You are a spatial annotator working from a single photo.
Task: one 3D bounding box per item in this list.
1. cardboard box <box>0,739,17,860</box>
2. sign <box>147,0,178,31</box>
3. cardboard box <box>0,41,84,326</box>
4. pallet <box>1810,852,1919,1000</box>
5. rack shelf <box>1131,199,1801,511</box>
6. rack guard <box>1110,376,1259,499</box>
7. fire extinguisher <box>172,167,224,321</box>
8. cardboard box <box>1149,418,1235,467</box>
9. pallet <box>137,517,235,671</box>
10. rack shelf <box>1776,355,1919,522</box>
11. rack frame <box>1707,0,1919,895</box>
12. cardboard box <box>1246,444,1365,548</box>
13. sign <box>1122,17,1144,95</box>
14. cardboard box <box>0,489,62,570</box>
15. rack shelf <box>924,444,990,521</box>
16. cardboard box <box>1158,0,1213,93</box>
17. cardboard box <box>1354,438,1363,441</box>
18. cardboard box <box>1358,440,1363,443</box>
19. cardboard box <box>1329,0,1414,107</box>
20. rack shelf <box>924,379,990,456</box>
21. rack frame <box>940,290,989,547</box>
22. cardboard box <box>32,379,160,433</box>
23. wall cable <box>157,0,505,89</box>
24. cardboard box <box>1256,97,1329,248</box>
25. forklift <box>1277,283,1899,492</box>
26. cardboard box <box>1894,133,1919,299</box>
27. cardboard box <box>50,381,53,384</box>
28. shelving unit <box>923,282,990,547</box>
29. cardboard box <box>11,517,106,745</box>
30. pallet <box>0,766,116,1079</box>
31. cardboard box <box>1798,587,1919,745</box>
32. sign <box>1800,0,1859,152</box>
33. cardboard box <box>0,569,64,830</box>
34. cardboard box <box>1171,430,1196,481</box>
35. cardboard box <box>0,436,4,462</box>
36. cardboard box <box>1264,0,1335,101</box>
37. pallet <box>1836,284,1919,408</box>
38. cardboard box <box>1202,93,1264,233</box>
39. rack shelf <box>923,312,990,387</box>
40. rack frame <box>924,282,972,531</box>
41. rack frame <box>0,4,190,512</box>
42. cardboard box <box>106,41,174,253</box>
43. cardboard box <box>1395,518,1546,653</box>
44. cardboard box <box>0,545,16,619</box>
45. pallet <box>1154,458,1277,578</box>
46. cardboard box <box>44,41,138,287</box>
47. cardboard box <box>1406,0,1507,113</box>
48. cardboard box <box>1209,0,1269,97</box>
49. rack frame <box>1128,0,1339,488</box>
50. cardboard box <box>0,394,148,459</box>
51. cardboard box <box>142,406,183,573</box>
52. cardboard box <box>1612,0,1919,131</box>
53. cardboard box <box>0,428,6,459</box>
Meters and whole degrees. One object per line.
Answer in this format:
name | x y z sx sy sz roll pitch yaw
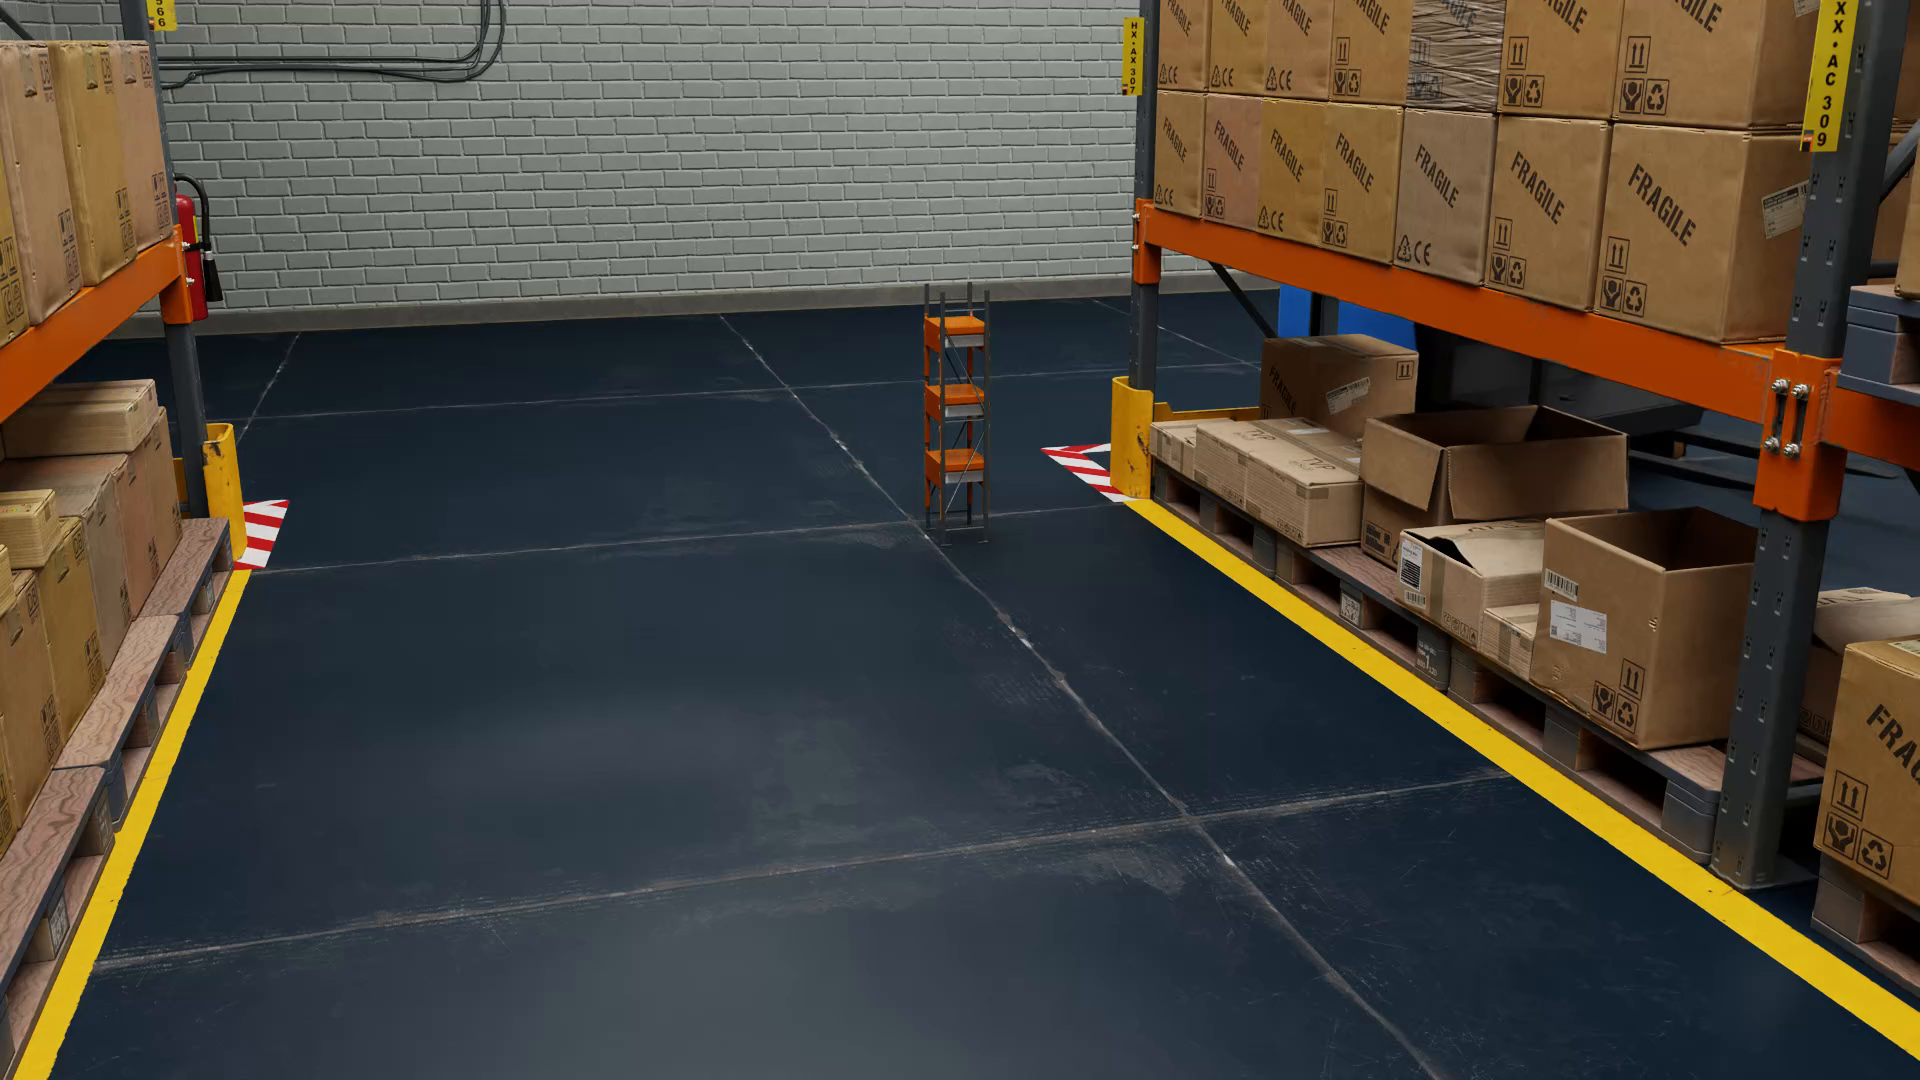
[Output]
cardboard box | -2.492 0.548 3.529 0.700 0.500 0.500 -4 17 -15
sign | -2.959 -2.047 6.127 0.100 0.325 0.005 -5 17 -15
cardboard box | -2.923 -0.931 4.316 0.980 0.700 0.700 -6 18 -18
pallet | 2.637 0.932 3.484 1.003 0.211 1.213 -5 17 -15
rack shelf | 1.827 -0.835 5.767 1.077 0.370 4.000 -5 17 -15
rack guard | 1.299 -0.514 7.795 1.175 0.500 0.348 -5 17 -15
fire extinguisher | -3.082 -1.202 6.523 0.296 0.674 0.183 -5 17 -15
cardboard box | 1.062 -0.435 7.376 0.380 0.149 0.250 -5 17 -15
pallet | -3.189 0.211 5.883 1.003 0.211 1.213 -5 17 -15
rack shelf | 2.927 0.272 2.084 1.077 0.370 4.000 -5 17 -15
rack frame | 2.377 -0.626 3.822 1.000 3.000 0.127 -5 17 -15
cardboard box | 1.429 -0.177 6.341 0.500 0.250 0.500 -5 17 -15
sign | 0.756 -2.104 7.238 0.100 0.325 0.005 -5 17 -15
cardboard box | -2.554 -0.016 4.280 0.380 0.149 0.250 -5 17 -17
rack shelf | -0.015 -0.241 6.933 0.215 0.259 0.240 -5 17 -15
cardboard box | 1.146 -2.115 6.869 0.500 0.500 0.500 -4 17 -14
cardboard box | 1.689 -0.336 7.017 0.380 0.166 0.250 -5 17 -15
cardboard box | 1.896 -0.230 6.519 0.500 0.250 0.500 -5 17 -15
cardboard box | 1.570 -1.692 5.460 0.500 0.500 0.500 -5 17 -16
rack shelf | -0.015 -0.507 6.853 0.215 0.259 0.240 -5 17 -15
rack frame | 0.019 -0.484 6.738 0.200 1.050 0.008 -5 17 -15
cardboard box | -2.985 -0.447 5.715 0.380 0.149 0.250 -5 17 -16
wall cable | -4.695 -4.318 11.084 3.097 2.526 0.112 -5 17 -15
cardboard box | 1.428 -1.355 6.076 0.500 0.500 0.500 -5 17 -15
forklift | 2.914 -1.780 7.784 1.130 2.935 3.031 -10 20 -31
cardboard box | 2.292 -0.726 3.252 0.700 0.500 0.500 -12 20 -34
cardboard box | -3.422 -0.487 5.848 0.380 0.149 0.250 -5 17 -15
shelving unit | -0.015 -0.518 6.850 0.215 1.050 0.252 -5 17 -15
cardboard box | -2.766 0.266 4.466 0.700 0.500 0.500 -4 17 -14
pallet | -2.519 0.886 3.636 1.003 0.211 1.213 -5 17 -15
cardboard box | 2.470 0.318 4.589 0.500 0.311 0.500 -5 17 -15
sign | 1.857 -0.995 3.547 0.100 0.325 0.005 -5 17 -15
cardboard box | -2.627 0.409 3.993 0.700 0.500 0.500 -5 17 -16
cardboard box | 1.131 -0.374 7.143 0.380 0.166 0.250 -5 17 -15
cardboard box | -3.214 -0.278 5.151 0.380 0.149 0.250 -5 17 -15
cardboard box | 1.430 -1.833 5.927 0.500 0.500 0.500 -4 17 -14
pallet | 2.492 -0.304 3.085 1.003 0.211 1.213 -5 17 -15
cardboard box | 1.293 -1.494 6.539 0.500 0.500 0.500 -5 17 -16
rack shelf | -0.015 -0.779 6.772 0.215 0.259 0.240 -5 17 -15
rack frame | -0.048 -0.551 6.963 0.200 1.050 0.008 -5 17 -15
rack frame | -3.481 -1.340 6.199 0.949 2.616 0.053 -5 17 -15
cardboard box | -3.334 -1.343 5.688 0.980 0.700 0.700 -4 17 -13
cardboard box | 1.742 0.108 5.286 0.500 0.311 0.500 -5 17 -15
cardboard box | -2.411 0.128 3.799 0.380 0.149 0.250 -4 17 -13
pallet | 1.519 -0.155 7.102 1.003 0.211 1.213 -5 17 -15
cardboard box | -3.124 -1.143 5.021 0.980 0.700 0.700 -5 17 -16
cardboard box | 1.707 -1.553 4.996 0.500 0.500 0.500 -5 17 -15
cardboard box | 1.297 -1.971 6.389 0.500 0.500 0.500 -5 17 -15
rack frame | 1.278 -1.732 7.505 1.000 3.000 0.127 -5 17 -15
cardboard box | -2.914 -0.377 5.480 0.380 0.149 0.250 -4 17 -14
cardboard box | -3.196 -0.158 5.879 0.700 0.500 0.500 -5 17 -15
cardboard box | 1.989 -1.272 4.061 0.500 0.500 0.500 -5 17 -15
cardboard box | -3.282 -0.347 5.382 0.380 0.149 0.250 -5 17 -15
